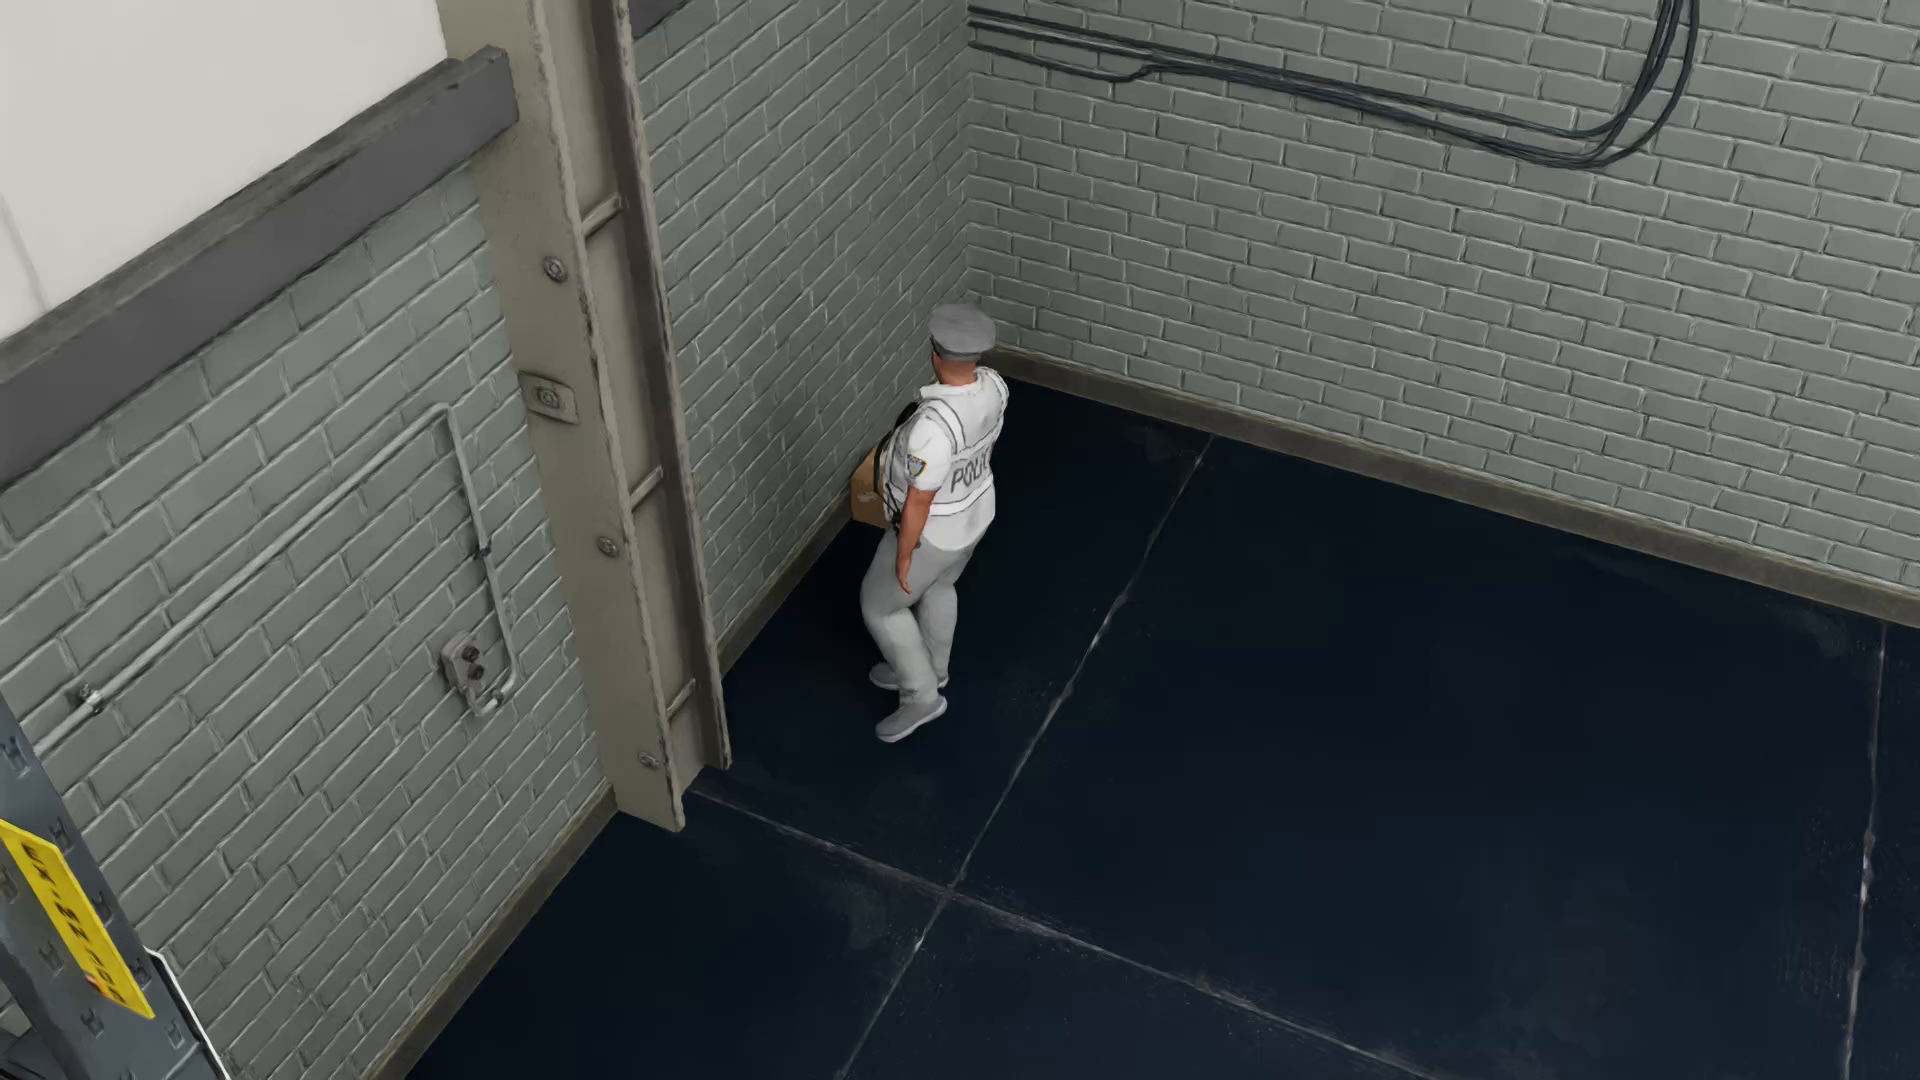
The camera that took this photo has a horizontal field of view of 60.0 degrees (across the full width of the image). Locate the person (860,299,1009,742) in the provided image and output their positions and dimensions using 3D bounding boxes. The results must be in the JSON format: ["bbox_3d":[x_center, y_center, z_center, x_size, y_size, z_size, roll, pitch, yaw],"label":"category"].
[{"bbox_3d":[-0.137,-0.050,6.229,0.455,1.768,0.700,21,46,22],"label":"person"}]
